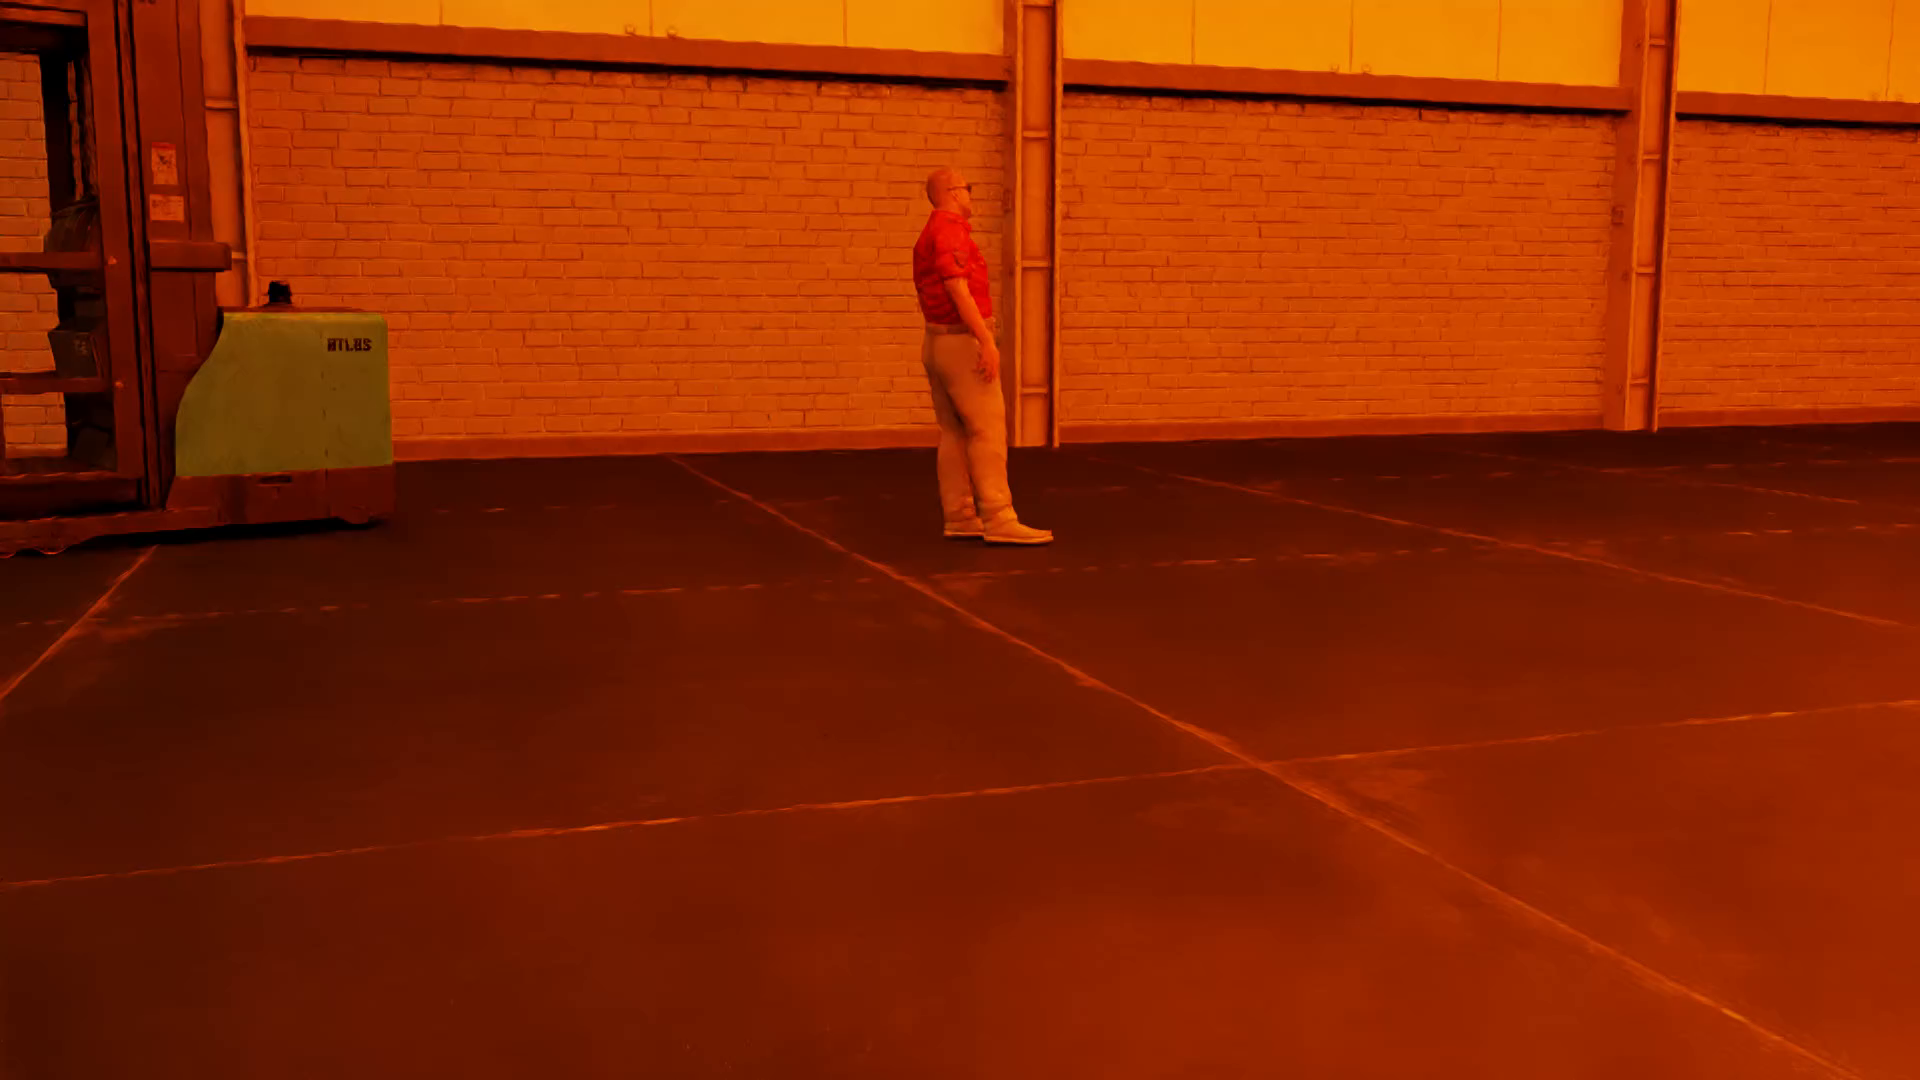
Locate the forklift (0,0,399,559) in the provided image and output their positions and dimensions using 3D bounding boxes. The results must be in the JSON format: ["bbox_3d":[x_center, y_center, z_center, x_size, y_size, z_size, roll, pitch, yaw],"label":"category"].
[{"bbox_3d":[-4.325,-1.450,7.710,3.031,2.935,1.130,-6,10,-38],"label":"forklift"}]

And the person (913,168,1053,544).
[{"bbox_3d":[0.089,-0.866,7.824,0.550,1.727,0.640,-3,8,-18],"label":"person"}]
